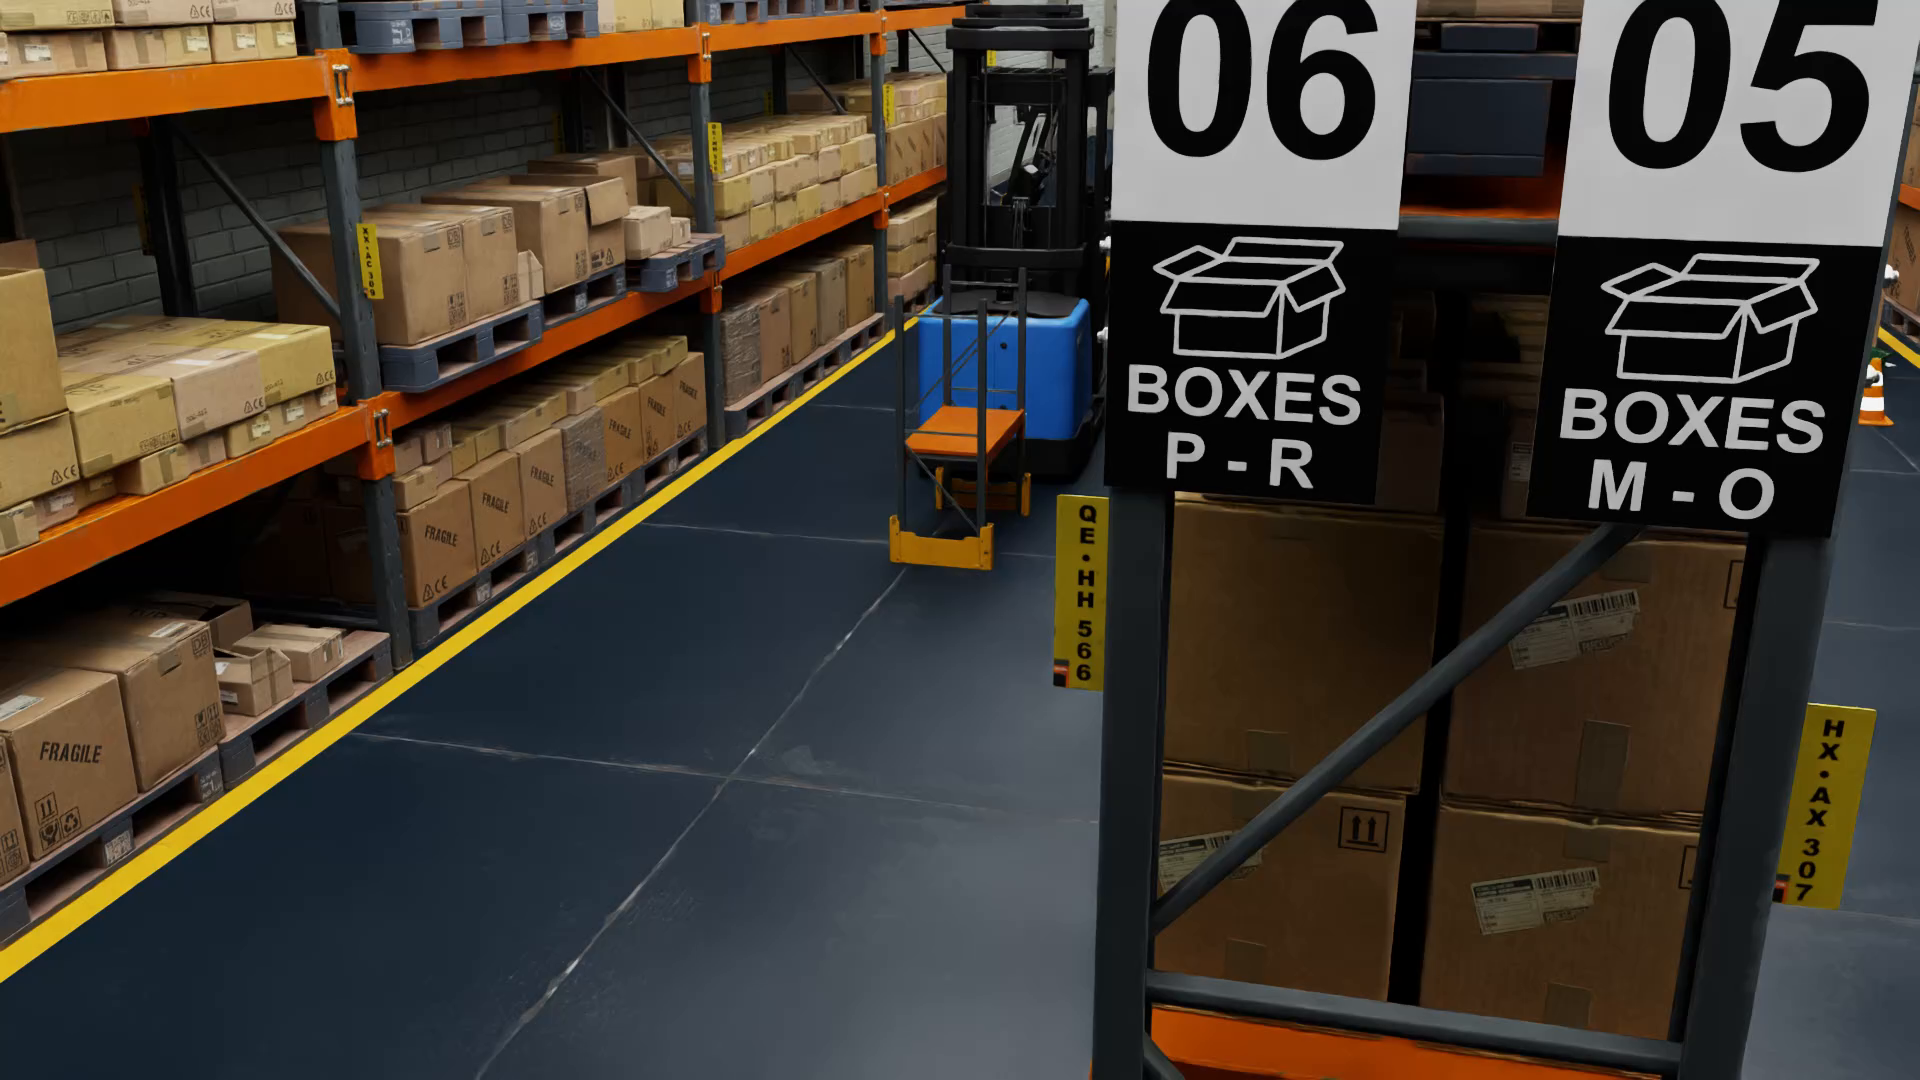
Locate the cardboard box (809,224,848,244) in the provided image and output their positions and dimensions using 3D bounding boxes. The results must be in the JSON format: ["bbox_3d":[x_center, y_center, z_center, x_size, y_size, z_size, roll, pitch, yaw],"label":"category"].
[{"bbox_3d":[-1.227,-2.898,15.589,0.500,0.250,0.500,5,20,14],"label":"cardboard box"}]

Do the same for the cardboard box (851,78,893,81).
[{"bbox_3d":[-0.893,-4.620,16.954,0.380,0.149,0.250,4,19,12],"label":"cardboard box"}]

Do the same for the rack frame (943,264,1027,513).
[{"bbox_3d":[0.145,-0.896,9.990,0.500,1.500,0.032,5,19,13],"label":"rack frame"}]

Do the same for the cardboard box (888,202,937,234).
[{"bbox_3d":[-0.492,-3.172,16.391,0.500,0.250,0.500,5,20,15],"label":"cardboard box"}]

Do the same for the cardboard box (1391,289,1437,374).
[{"bbox_3d":[0.871,-0.483,3.755,0.380,0.149,0.250,4,19,13],"label":"cardboard box"}]

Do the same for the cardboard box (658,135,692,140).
[{"bbox_3d":[-2.064,-2.987,12.633,0.380,0.149,0.250,4,19,12],"label":"cardboard box"}]

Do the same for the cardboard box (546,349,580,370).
[{"bbox_3d":[-2.640,-1.123,10.548,0.380,0.149,0.250,5,19,14],"label":"cardboard box"}]

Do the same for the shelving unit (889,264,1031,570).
[{"bbox_3d":[0.019,-0.734,9.515,0.587,1.500,1.083,5,19,13],"label":"shelving unit"}]

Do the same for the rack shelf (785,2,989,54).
[{"bbox_3d":[-0.671,-5.064,16.345,1.077,0.370,4.000,5,19,13],"label":"rack shelf"}]

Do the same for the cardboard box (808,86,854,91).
[{"bbox_3d":[-1.221,-4.220,15.783,0.380,0.149,0.250,4,19,12],"label":"cardboard box"}]

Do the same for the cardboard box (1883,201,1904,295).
[{"bbox_3d":[9.355,-2.837,15.991,0.875,0.875,0.875,5,19,14],"label":"cardboard box"}]

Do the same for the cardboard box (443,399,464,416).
[{"bbox_3d":[-3.029,-0.721,9.370,0.380,0.149,0.250,5,19,14],"label":"cardboard box"}]

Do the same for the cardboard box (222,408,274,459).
[{"bbox_3d":[-3.030,-0.445,6.739,0.380,0.149,0.250,5,20,15],"label":"cardboard box"}]

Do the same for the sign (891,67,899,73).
[{"bbox_3d":[-0.719,-5.105,18.530,0.100,0.325,0.005,5,19,13],"label":"sign"}]

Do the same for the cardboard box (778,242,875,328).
[{"bbox_3d":[-1.276,-2.269,14.713,0.875,0.625,0.625,6,20,16],"label":"cardboard box"}]

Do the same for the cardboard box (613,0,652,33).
[{"bbox_3d":[-2.149,-3.115,9.759,0.500,0.250,0.500,5,19,14],"label":"cardboard box"}]

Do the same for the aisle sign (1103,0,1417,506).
[{"bbox_3d":[0.405,-0.438,2.308,0.394,0.787,0.004,5,19,13],"label":"aisle sign"}]

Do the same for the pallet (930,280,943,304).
[{"bbox_3d":[-0.628,-2.668,17.172,1.003,0.211,1.213,5,19,13],"label":"pallet"}]

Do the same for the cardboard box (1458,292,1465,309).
[{"bbox_3d":[1.515,-0.692,4.367,0.380,0.149,0.250,5,19,13],"label":"cardboard box"}]

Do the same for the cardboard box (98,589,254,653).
[{"bbox_3d":[-3.504,0.412,7.352,0.500,0.311,0.500,5,20,15],"label":"cardboard box"}]

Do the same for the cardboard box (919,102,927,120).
[{"bbox_3d":[-0.530,-4.110,15.922,0.380,0.149,0.250,4,19,13],"label":"cardboard box"}]

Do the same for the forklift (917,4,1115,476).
[{"bbox_3d":[0.497,-2.238,11.704,1.130,2.935,3.031,3,19,10],"label":"forklift"}]

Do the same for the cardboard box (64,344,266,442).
[{"bbox_3d":[-3.110,-0.583,6.526,0.500,0.250,0.500,5,19,14],"label":"cardboard box"}]

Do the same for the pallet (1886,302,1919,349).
[{"bbox_3d":[9.037,-1.904,14.936,1.003,0.211,1.213,5,19,13],"label":"pallet"}]

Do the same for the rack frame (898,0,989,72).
[{"bbox_3d":[-0.182,-4.612,18.549,1.000,3.000,0.127,5,19,13],"label":"rack frame"}]

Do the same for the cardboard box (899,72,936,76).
[{"bbox_3d":[-0.471,-5.018,18.121,0.380,0.149,0.250,4,19,12],"label":"cardboard box"}]

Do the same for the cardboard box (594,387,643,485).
[{"bbox_3d":[-2.289,-0.650,10.168,0.500,0.500,0.500,6,20,16],"label":"cardboard box"}]

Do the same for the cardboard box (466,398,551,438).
[{"bbox_3d":[-2.510,-0.679,9.249,0.380,0.149,0.250,5,20,15],"label":"cardboard box"}]

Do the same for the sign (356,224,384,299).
[{"bbox_3d":[-2.586,-1.220,7.279,0.100,0.325,0.005,5,19,13],"label":"sign"}]

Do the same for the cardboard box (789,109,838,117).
[{"bbox_3d":[-1.330,-3.833,15.112,0.380,0.149,0.250,5,19,13],"label":"cardboard box"}]

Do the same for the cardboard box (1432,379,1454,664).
[{"bbox_3d":[1.236,-0.017,3.395,0.500,0.500,0.500,4,19,12],"label":"cardboard box"}]

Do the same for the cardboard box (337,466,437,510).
[{"bbox_3d":[-2.768,-0.265,8.036,0.380,0.149,0.250,6,20,16],"label":"cardboard box"}]

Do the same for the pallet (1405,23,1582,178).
[{"bbox_3d":[0.894,-0.817,2.935,1.003,0.211,1.213,5,19,13],"label":"pallet"}]

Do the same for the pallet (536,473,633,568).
[{"bbox_3d":[-2.656,-0.172,9.866,1.003,0.211,1.213,5,19,13],"label":"pallet"}]

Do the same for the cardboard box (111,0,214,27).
[{"bbox_3d":[-3.106,-2.005,6.048,0.500,0.250,0.500,4,19,12],"label":"cardboard box"}]

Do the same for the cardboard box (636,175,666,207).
[{"bbox_3d":[-2.296,-2.433,11.627,0.500,0.250,0.500,5,20,15],"label":"cardboard box"}]

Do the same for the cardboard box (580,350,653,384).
[{"bbox_3d":[-2.155,-1.085,10.438,0.380,0.149,0.250,4,19,12],"label":"cardboard box"}]

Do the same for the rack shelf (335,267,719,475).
[{"bbox_3d":[-2.625,-1.137,9.489,1.077,0.370,4.000,5,19,13],"label":"rack shelf"}]

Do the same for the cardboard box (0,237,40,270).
[{"bbox_3d":[-3.736,-0.829,6.087,0.500,0.500,0.500,4,19,12],"label":"cardboard box"}]

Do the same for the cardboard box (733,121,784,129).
[{"bbox_3d":[-1.674,-3.379,13.782,0.380,0.149,0.250,4,19,13],"label":"cardboard box"}]

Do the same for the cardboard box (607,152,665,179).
[{"bbox_3d":[-2.253,-2.577,11.432,0.380,0.149,0.250,5,20,15],"label":"cardboard box"}]

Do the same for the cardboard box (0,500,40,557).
[{"bbox_3d":[-3.337,-0.043,5.562,0.380,0.149,0.250,5,20,15],"label":"cardboard box"}]

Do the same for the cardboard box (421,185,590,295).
[{"bbox_3d":[-2.461,-1.639,9.041,0.700,0.500,0.500,5,19,13],"label":"cardboard box"}]

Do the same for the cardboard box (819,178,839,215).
[{"bbox_3d":[-1.297,-2.797,13.468,0.500,0.250,0.500,5,19,14],"label":"cardboard box"}]

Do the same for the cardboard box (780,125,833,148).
[{"bbox_3d":[-1.244,-3.263,13.441,0.380,0.149,0.250,4,19,12],"label":"cardboard box"}]

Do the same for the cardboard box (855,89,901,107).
[{"bbox_3d":[-0.764,-4.099,15.430,0.380,0.149,0.250,4,19,12],"label":"cardboard box"}]

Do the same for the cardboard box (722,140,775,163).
[{"bbox_3d":[-1.587,-2.866,12.278,0.380,0.149,0.250,5,19,14],"label":"cardboard box"}]

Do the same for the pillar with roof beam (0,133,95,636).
[{"bbox_3d":[0.017,-3.202,5.142,9.100,9.000,0.400,5,19,13],"label":"pillar with roof beam"}]

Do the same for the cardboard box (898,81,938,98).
[{"bbox_3d":[-0.434,-4.497,16.593,0.380,0.149,0.250,5,19,14],"label":"cardboard box"}]

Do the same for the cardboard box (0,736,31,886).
[{"bbox_3d":[-3.603,0.938,5.517,0.700,0.500,0.500,5,20,16],"label":"cardboard box"}]

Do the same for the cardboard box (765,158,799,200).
[{"bbox_3d":[-1.522,-2.709,12.437,0.500,0.250,0.500,4,19,12],"label":"cardboard box"}]

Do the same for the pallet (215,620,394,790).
[{"bbox_3d":[-3.283,0.684,7.358,1.003,0.211,1.213,5,19,13],"label":"pallet"}]

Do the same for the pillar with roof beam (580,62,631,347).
[{"bbox_3d":[1.482,-5.083,10.647,9.100,9.000,0.400,5,19,13],"label":"pillar with roof beam"}]

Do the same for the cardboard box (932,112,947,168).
[{"bbox_3d":[-0.420,-4.003,16.612,0.500,0.500,0.500,5,19,14],"label":"cardboard box"}]

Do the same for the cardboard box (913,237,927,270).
[{"bbox_3d":[-0.621,-2.777,16.009,0.500,0.250,0.500,5,19,13],"label":"cardboard box"}]

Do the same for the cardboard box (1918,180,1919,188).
[{"bbox_3d":[8.949,-3.304,14.487,0.875,0.550,0.500,5,19,13],"label":"cardboard box"}]

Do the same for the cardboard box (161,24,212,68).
[{"bbox_3d":[-3.052,-1.855,6.226,0.380,0.149,0.250,5,20,15],"label":"cardboard box"}]

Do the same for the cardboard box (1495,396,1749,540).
[{"bbox_3d":[1.078,-0.123,2.701,0.380,0.149,0.250,5,20,15],"label":"cardboard box"}]
